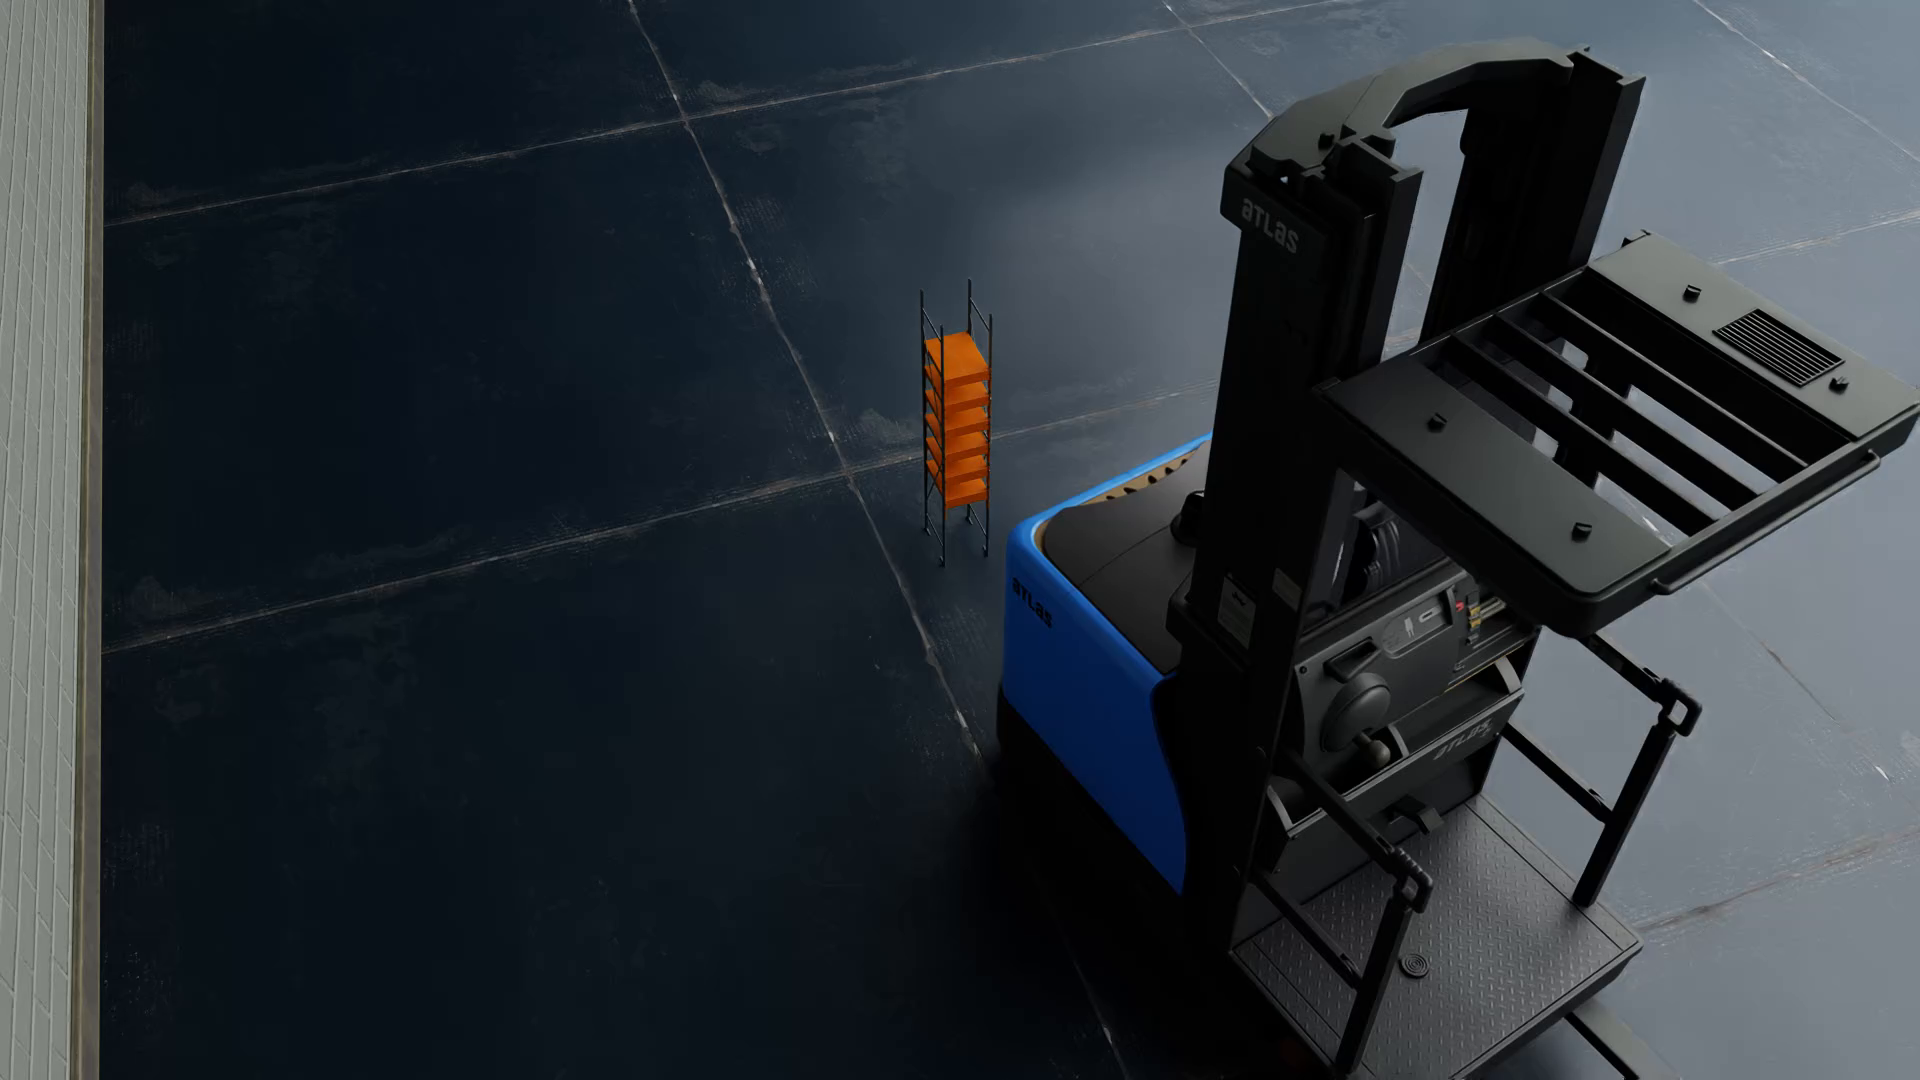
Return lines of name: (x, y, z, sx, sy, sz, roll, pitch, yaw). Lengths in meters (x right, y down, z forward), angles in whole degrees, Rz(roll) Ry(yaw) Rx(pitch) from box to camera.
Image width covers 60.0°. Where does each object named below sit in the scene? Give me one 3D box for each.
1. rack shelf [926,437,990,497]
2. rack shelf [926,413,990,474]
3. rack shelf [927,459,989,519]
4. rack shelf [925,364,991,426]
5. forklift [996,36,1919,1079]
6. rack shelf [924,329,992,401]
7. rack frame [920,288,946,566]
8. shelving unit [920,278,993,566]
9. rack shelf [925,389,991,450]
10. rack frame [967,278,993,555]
rack shelf: (-0.014, -0.304, 6.438, 0.180, 0.103, 0.258, -14, 47, -14)
rack shelf: (-0.014, -0.389, 6.353, 0.180, 0.103, 0.258, -14, 47, -14)
rack shelf: (-0.014, -0.219, 6.523, 0.180, 0.103, 0.258, -14, 47, -14)
rack shelf: (-0.014, -0.558, 6.183, 0.180, 0.103, 0.258, -14, 47, -14)
forklift: (1.366, 0.368, 4.314, 1.130, 2.935, 3.031, -25, 50, -23)
rack shelf: (-0.014, -0.643, 6.098, 0.180, 0.103, 0.258, -14, 47, -14)
rack frame: (-0.100, -0.398, 6.300, 0.006, 1.200, 0.240, -14, 47, -14)
shelving unit: (-0.014, -0.420, 6.322, 0.189, 1.200, 0.258, -14, 47, -14)
rack shelf: (-0.014, -0.473, 6.268, 0.180, 0.103, 0.258, -14, 47, -14)
rack frame: (0.072, -0.442, 6.343, 0.006, 1.200, 0.240, -14, 47, -14)
